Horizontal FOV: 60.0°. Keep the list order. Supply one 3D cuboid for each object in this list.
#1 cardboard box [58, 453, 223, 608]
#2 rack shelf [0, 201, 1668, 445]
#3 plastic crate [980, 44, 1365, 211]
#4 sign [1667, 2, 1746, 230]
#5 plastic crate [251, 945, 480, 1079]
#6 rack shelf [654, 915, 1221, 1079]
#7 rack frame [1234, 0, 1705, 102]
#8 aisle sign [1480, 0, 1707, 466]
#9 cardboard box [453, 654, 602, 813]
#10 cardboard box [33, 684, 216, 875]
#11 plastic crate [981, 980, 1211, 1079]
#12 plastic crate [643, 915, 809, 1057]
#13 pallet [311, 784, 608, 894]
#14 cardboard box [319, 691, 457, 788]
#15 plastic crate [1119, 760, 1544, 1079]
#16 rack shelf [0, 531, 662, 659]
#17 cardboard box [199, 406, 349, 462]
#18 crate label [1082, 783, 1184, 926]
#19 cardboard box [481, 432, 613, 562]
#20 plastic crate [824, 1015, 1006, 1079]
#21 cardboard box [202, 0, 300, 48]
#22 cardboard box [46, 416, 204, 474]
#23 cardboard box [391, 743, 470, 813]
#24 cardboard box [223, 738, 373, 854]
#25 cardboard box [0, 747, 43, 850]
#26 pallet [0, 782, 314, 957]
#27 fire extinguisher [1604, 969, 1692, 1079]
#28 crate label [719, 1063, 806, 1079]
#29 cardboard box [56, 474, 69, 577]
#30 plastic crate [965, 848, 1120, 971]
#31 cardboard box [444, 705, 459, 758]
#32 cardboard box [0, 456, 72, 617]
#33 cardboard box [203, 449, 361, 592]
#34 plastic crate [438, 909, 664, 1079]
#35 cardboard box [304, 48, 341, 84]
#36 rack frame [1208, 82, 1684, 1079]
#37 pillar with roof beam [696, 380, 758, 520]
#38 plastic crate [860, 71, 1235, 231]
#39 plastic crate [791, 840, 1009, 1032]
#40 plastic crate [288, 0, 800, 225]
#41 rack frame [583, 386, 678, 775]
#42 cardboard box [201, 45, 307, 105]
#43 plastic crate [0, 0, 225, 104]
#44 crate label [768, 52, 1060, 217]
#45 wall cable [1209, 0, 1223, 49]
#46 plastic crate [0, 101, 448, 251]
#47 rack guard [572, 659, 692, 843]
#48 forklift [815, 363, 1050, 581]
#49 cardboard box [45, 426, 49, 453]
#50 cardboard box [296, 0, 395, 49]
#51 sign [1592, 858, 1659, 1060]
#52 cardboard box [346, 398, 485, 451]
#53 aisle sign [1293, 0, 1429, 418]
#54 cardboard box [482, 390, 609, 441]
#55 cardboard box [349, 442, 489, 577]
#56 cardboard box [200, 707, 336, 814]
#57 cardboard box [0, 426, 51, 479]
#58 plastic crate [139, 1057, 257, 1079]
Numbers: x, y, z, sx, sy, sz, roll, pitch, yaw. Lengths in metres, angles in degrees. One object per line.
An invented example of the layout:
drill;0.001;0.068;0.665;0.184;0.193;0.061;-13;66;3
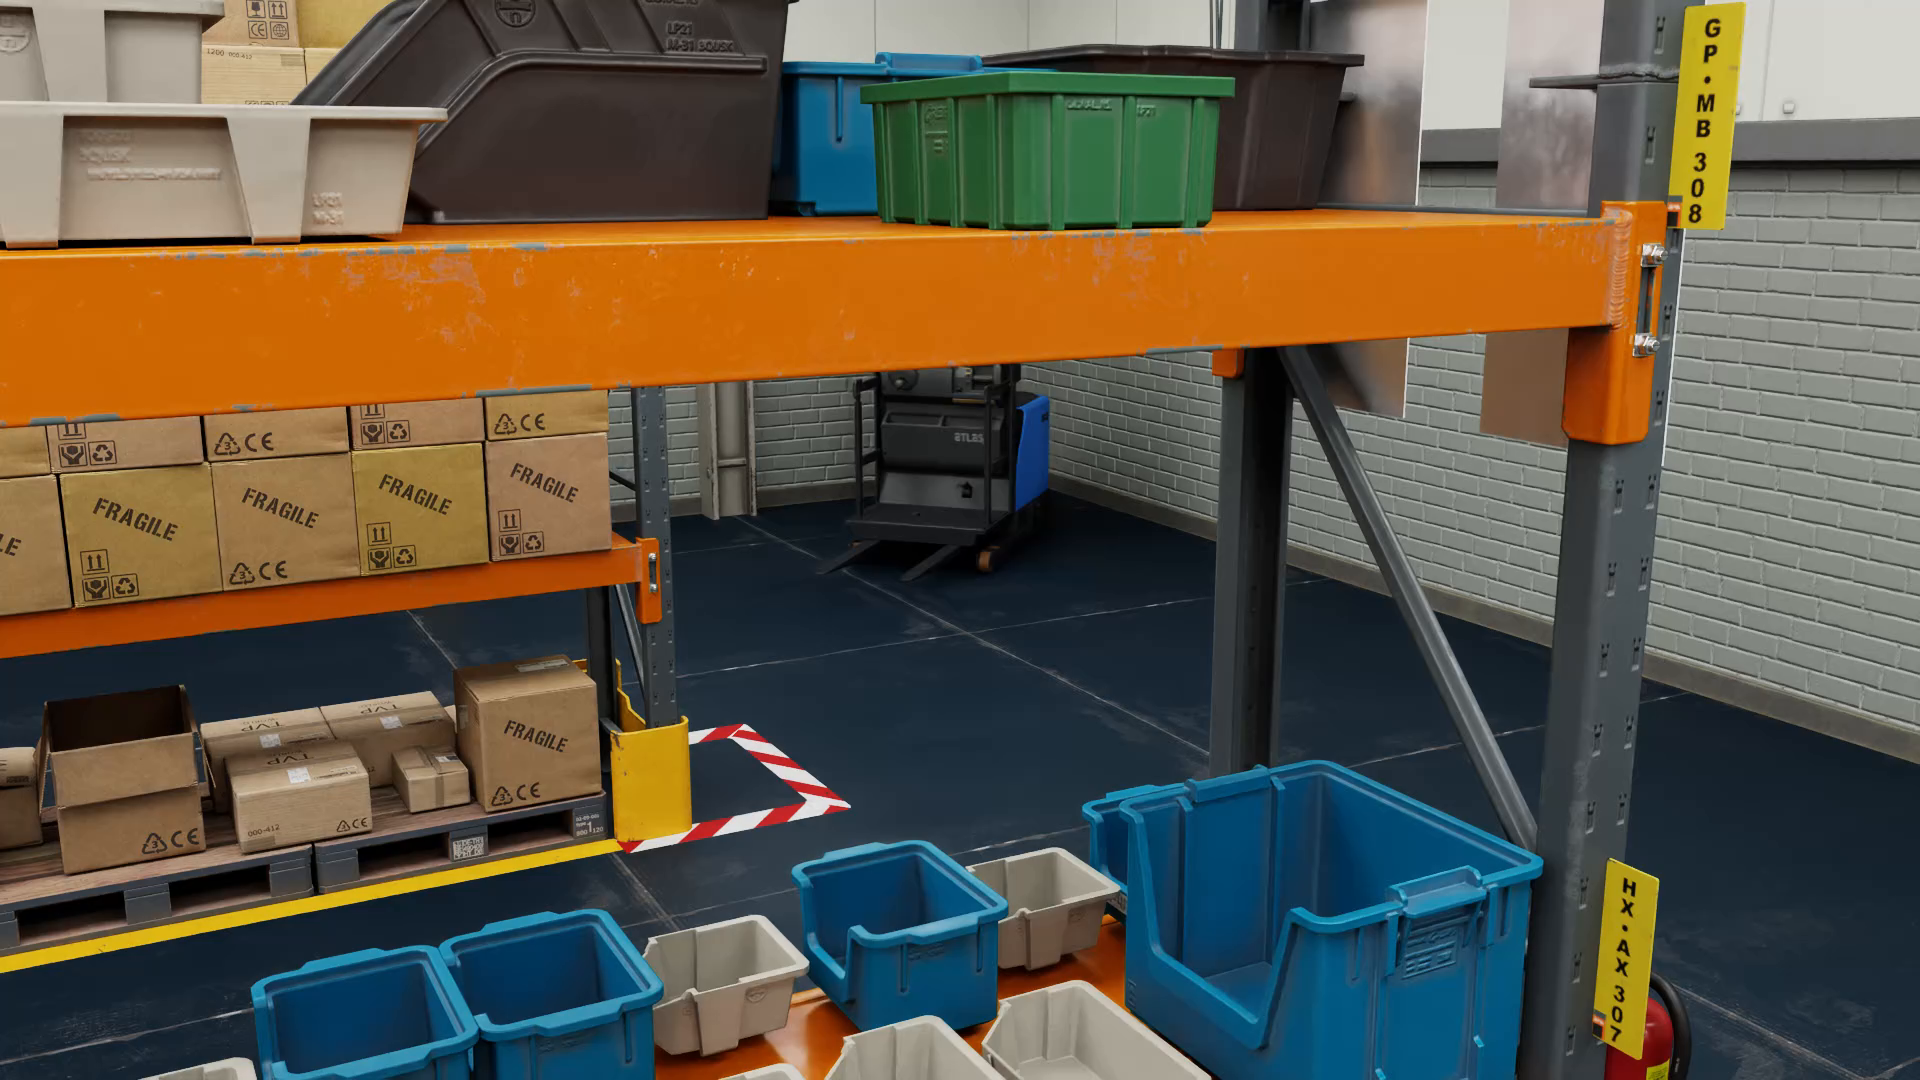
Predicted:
cardboard box;-3.134;-0.067;6.348;0.500;0.500;0.500;-7;14;-29
rack shelf;-0.920;-0.225;2.082;4.000;0.370;1.077;-7;14;-28
plastic crate;0.364;-0.735;3.011;0.590;0.269;0.497;-7;14;-28
sign;1.113;-0.631;2.486;0.005;0.325;0.100;-7;14;-28
plastic crate;-0.958;0.862;2.690;0.300;0.233;0.416;-7;14;-28
rack shelf;-0.920;1.239;2.411;4.000;0.370;1.077;-7;14;-28
rack frame;0.836;-2.249;2.608;0.127;3.000;1.000;-7;14;-28
aisle sign;1.039;-0.542;2.764;0.004;0.787;0.394;-7;14;-28
cardboard box;-1.894;0.832;7.272;0.500;0.500;0.500;-7;14;-28
cardboard box;-3.399;0.948;6.749;0.637;0.503;0.797;-7;14;-28
plastic crate;0.207;0.898;2.753;0.243;0.136;0.396;-7;14;-28
plastic crate;-0.456;0.829;3.060;0.298;0.136;0.250;-7;14;-28
pallet;-2.301;1.175;7.408;1.213;0.211;1.003;-7;14;-28
cardboard box;-2.587;0.904;7.519;0.500;0.250;0.500;-7;14;-28
plastic crate;0.631;0.702;2.940;0.499;0.435;0.616;-7;14;-28
rack shelf;-3.290;0.284;6.655;4.000;0.370;1.077;-7;14;-28
cardboard box;-2.689;-0.606;6.463;0.500;0.500;0.500;-6;14;-26
crate label;0.461;0.692;3.445;0.303;0.233;0.416;-7;14;-28
cardboard box;-1.797;-0.227;7.057;0.500;0.500;0.500;-6;14;-26
plastic crate;-0.055;0.925;2.630;0.243;0.136;0.396;-7;14;-28
cardboard box;-2.845;-2.111;6.320;0.500;0.500;0.700;-7;14;-28
cardboard box;-3.140;-0.552;6.223;0.500;0.500;0.500;-6;14;-26
cardboard box;-2.292;1.020;7.196;0.250;0.166;0.380;-7;14;-28
cardboard box;-2.742;1.048;6.881;0.500;0.250;0.500;-7;14;-28
cardboard box;-4.023;1.047;6.747;0.500;0.311;0.500;-7;14;-28
pallet;-3.370;1.303;6.841;1.213;0.211;1.003;-7;14;-28
fire extinguisher;1.186;0.969;2.998;0.183;0.674;0.296;-7;14;-28
crate label;-0.288;0.959;2.479;0.243;0.136;0.396;-7;14;-28
cardboard box;-3.828;-0.117;6.567;0.500;0.500;0.500;-6;14;-27
plastic crate;0.140;0.757;3.377;0.298;0.136;0.250;-7;14;-28
cardboard box;-2.286;0.894;7.755;0.250;0.166;0.380;-7;14;-28
cardboard box;-3.579;-0.013;6.109;0.500;0.500;0.500;-7;14;-28
cardboard box;-2.691;-0.120;6.583;0.500;0.500;0.500;-7;14;-27
plastic crate;-0.695;0.831;2.830;0.300;0.233;0.416;-7;14;-28
cardboard box;-2.302;-1.756;6.450;0.500;0.250;0.500;-7;14;-28
rack frame;0.836;0.677;3.267;0.127;3.000;1.000;-7;14;-28
pillar with roof beam;0.107;-3.780;9.408;0.400;9.000;9.100;-7;14;-28
plastic crate;0.107;-0.524;2.255;0.336;0.188;0.450;-7;14;-28
plastic crate;-0.117;0.762;3.138;0.300;0.233;0.416;-7;14;-28
plastic crate;-0.637;-0.648;2.466;0.767;0.338;0.504;-7;14;-28
rack frame;-1.535;-0.278;7.511;0.127;3.000;1.000;-7;14;-28
cardboard box;-2.743;-1.704;6.220;0.500;0.250;0.500;-7;14;-28
plastic crate;-1.258;-0.554;2.179;0.530;0.282;0.437;-7;14;-28
crate label;-0.129;-0.679;2.799;0.502;0.251;0.408;-7;14;-28
wall cable;1.224;-3.170;13.771;0.112;2.526;3.097;-7;14;-28
plastic crate;-0.859;-0.392;1.788;0.530;0.136;0.437;-7;14;-28
rack guard;-1.601;0.950;7.749;0.348;0.500;1.175;-7;14;-28
forklift;-0.193;-1.285;12.143;1.130;2.935;3.031;4;13;17
cardboard box;-3.835;-0.604;6.455;0.500;0.500;0.500;-7;14;-27
cardboard box;-2.457;-2.184;6.645;0.500;0.500;0.700;-7;14;-28
sign;1.113;0.702;2.786;0.005;0.325;0.100;-7;14;-28
cardboard box;-2.237;-0.661;6.709;0.500;0.500;0.500;-6;14;-26
aisle sign;0.756;-0.656;3.270;0.004;0.787;0.394;-7;14;-28
cardboard box;-1.793;-0.714;6.946;0.500;0.500;0.500;-7;14;-28
cardboard box;-2.251;-0.171;6.812;0.500;0.500;0.500;-7;14;-27
cardboard box;-3.025;0.957;7.285;0.500;0.250;0.500;-7;14;-28
cardboard box;-3.593;-0.497;5.981;0.500;0.500;0.500;-7;15;-30
plastic crate;-1.291;0.957;2.491;0.466;0.136;0.293;-7;14;-28
